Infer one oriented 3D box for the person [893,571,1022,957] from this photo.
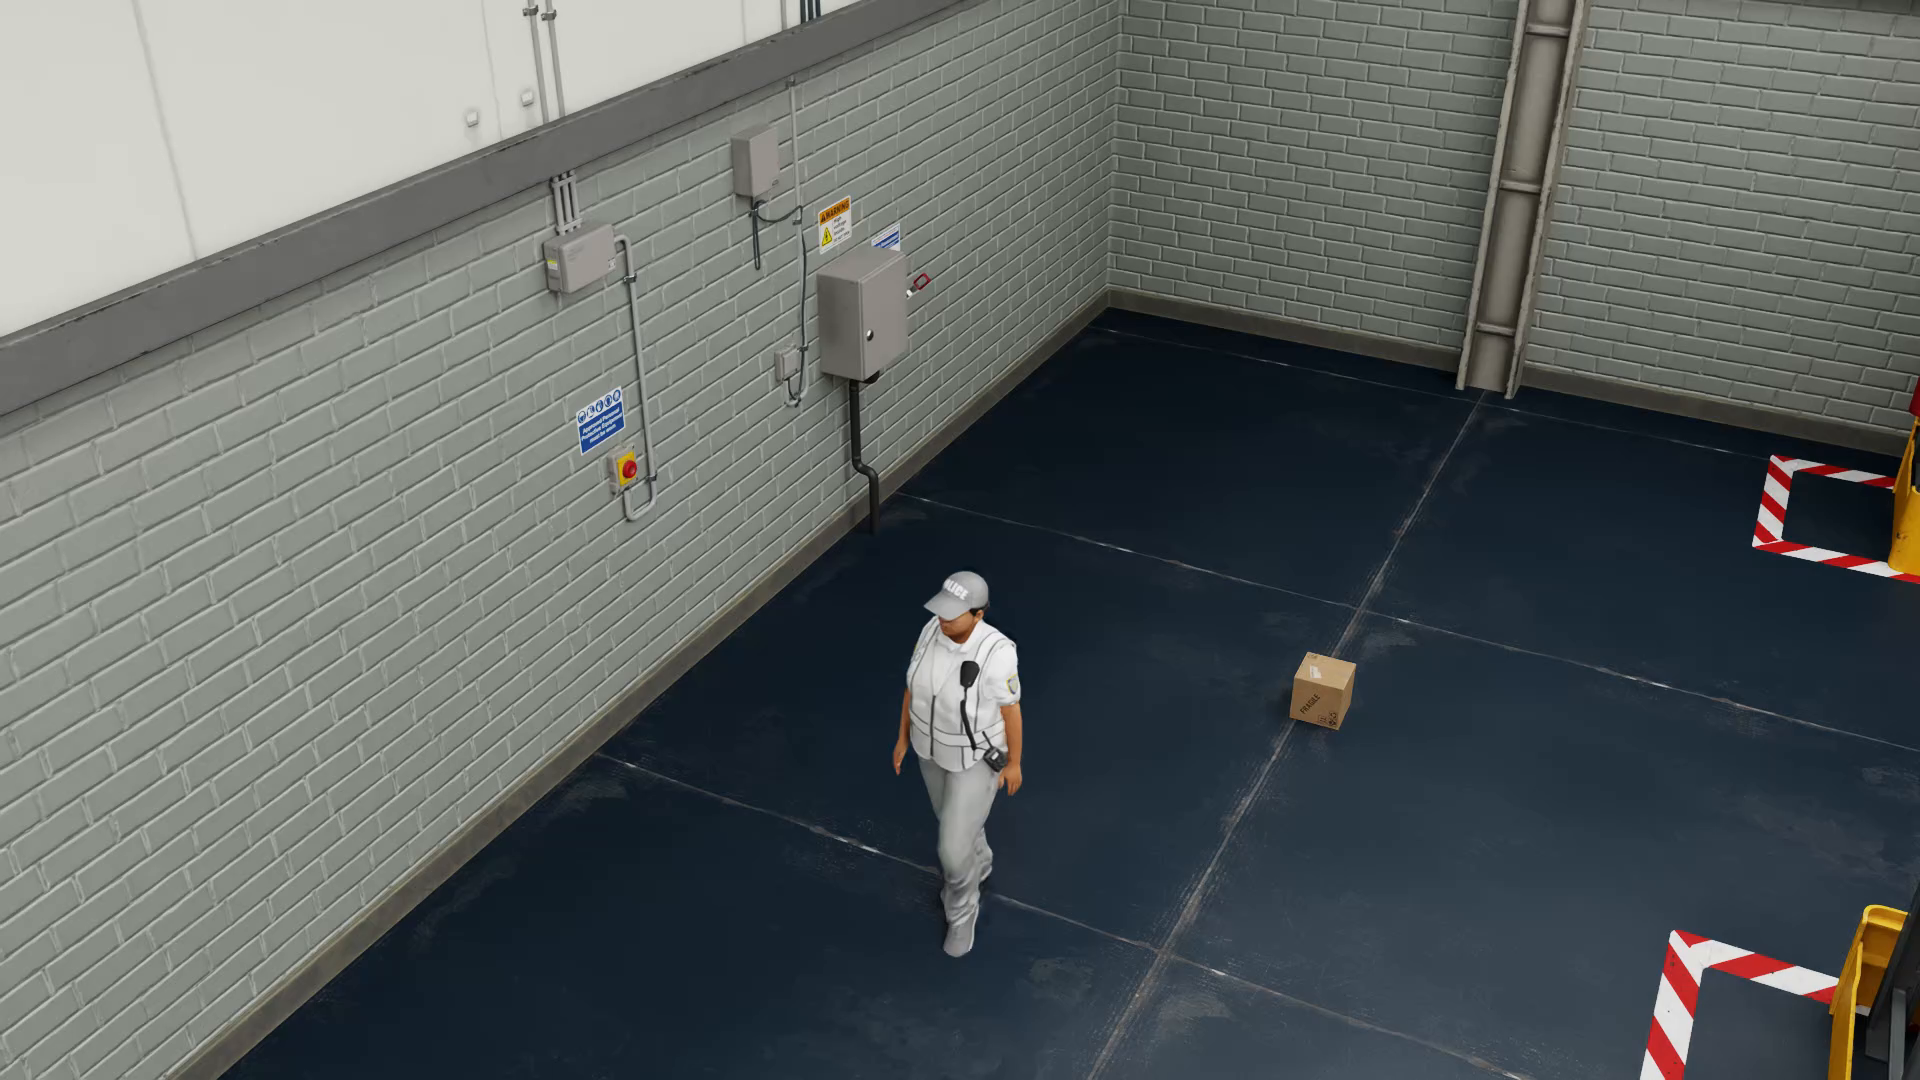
[{"bbox_3d":[-0.014,0.894,6.783,0.513,1.738,0.510,24,38,34],"label":"person"}]
